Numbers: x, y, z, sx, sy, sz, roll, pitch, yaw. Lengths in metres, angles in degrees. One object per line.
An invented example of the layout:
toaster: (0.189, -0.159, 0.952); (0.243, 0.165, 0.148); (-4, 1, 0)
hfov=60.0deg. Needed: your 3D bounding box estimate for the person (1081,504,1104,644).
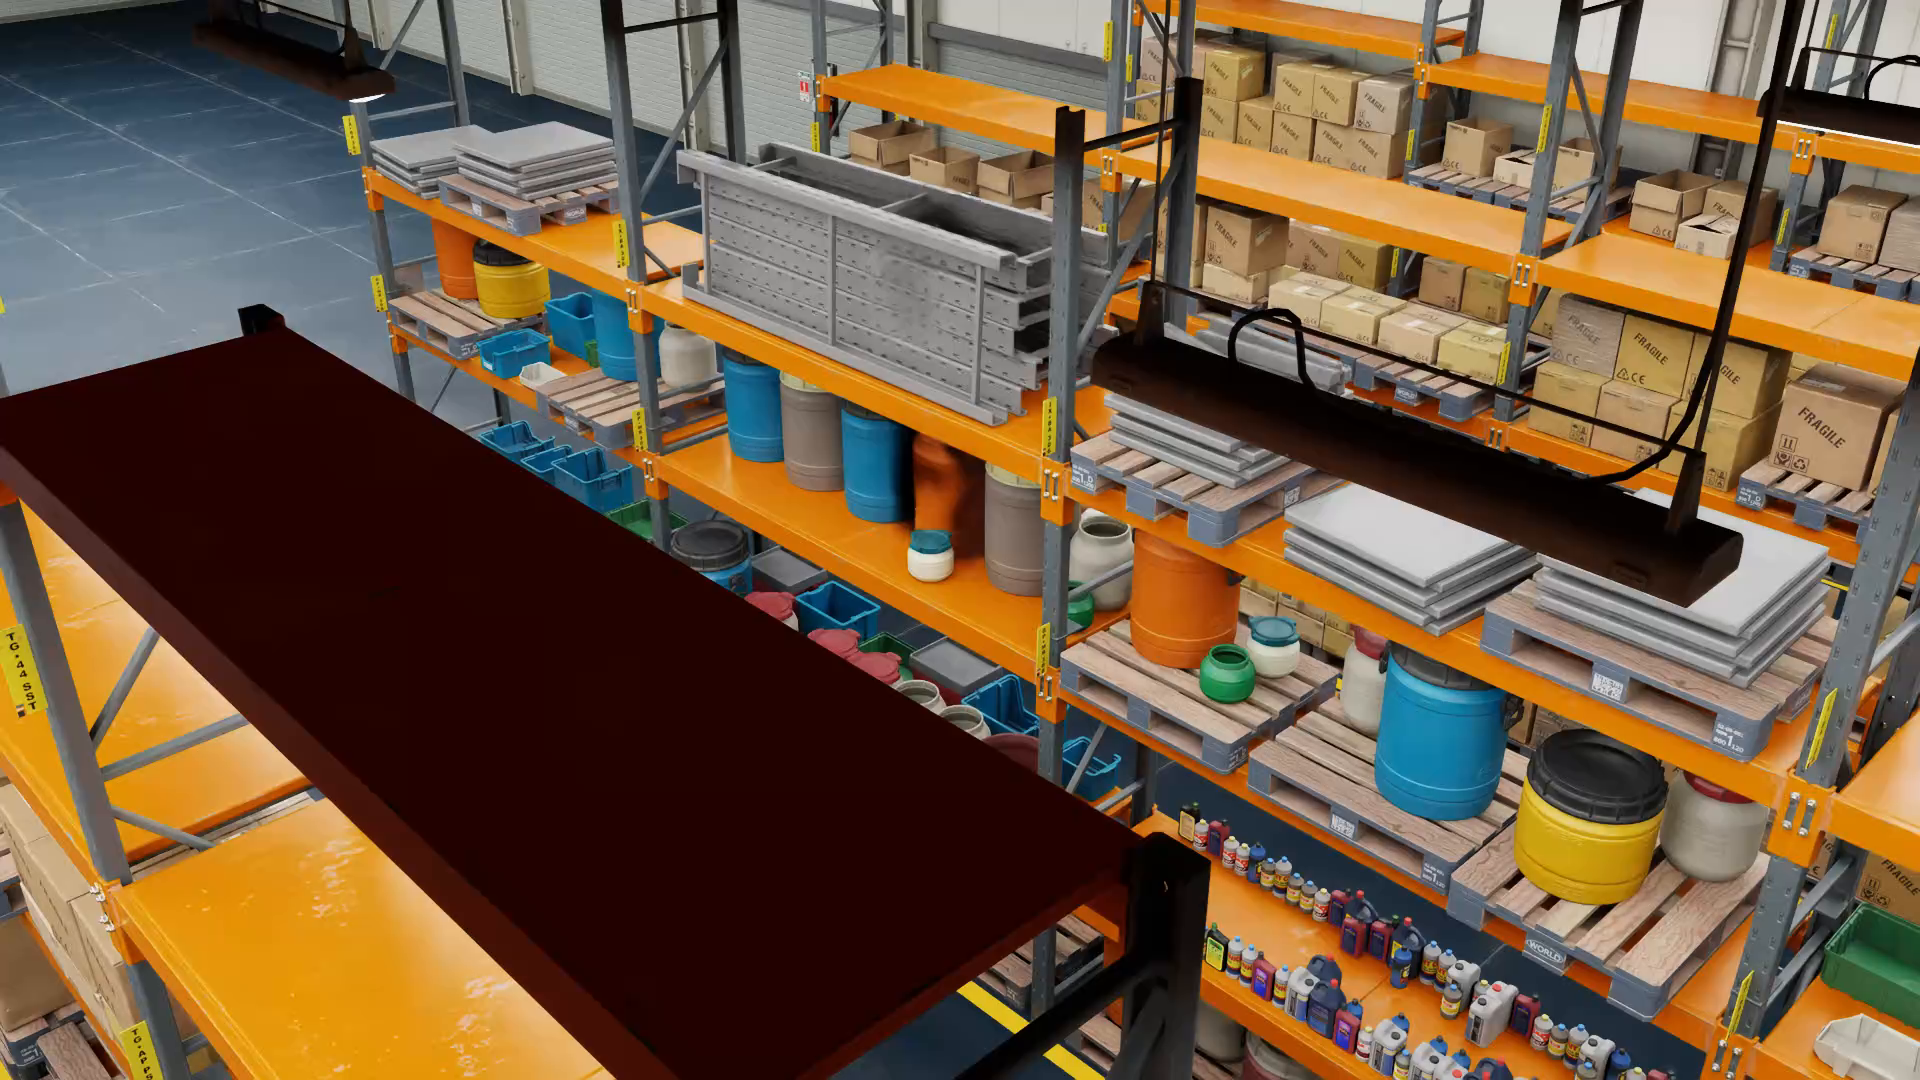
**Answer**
person: (0.985, 0.322, 14.423); (0.710, 1.722, 0.717); (11, 30, 20)
